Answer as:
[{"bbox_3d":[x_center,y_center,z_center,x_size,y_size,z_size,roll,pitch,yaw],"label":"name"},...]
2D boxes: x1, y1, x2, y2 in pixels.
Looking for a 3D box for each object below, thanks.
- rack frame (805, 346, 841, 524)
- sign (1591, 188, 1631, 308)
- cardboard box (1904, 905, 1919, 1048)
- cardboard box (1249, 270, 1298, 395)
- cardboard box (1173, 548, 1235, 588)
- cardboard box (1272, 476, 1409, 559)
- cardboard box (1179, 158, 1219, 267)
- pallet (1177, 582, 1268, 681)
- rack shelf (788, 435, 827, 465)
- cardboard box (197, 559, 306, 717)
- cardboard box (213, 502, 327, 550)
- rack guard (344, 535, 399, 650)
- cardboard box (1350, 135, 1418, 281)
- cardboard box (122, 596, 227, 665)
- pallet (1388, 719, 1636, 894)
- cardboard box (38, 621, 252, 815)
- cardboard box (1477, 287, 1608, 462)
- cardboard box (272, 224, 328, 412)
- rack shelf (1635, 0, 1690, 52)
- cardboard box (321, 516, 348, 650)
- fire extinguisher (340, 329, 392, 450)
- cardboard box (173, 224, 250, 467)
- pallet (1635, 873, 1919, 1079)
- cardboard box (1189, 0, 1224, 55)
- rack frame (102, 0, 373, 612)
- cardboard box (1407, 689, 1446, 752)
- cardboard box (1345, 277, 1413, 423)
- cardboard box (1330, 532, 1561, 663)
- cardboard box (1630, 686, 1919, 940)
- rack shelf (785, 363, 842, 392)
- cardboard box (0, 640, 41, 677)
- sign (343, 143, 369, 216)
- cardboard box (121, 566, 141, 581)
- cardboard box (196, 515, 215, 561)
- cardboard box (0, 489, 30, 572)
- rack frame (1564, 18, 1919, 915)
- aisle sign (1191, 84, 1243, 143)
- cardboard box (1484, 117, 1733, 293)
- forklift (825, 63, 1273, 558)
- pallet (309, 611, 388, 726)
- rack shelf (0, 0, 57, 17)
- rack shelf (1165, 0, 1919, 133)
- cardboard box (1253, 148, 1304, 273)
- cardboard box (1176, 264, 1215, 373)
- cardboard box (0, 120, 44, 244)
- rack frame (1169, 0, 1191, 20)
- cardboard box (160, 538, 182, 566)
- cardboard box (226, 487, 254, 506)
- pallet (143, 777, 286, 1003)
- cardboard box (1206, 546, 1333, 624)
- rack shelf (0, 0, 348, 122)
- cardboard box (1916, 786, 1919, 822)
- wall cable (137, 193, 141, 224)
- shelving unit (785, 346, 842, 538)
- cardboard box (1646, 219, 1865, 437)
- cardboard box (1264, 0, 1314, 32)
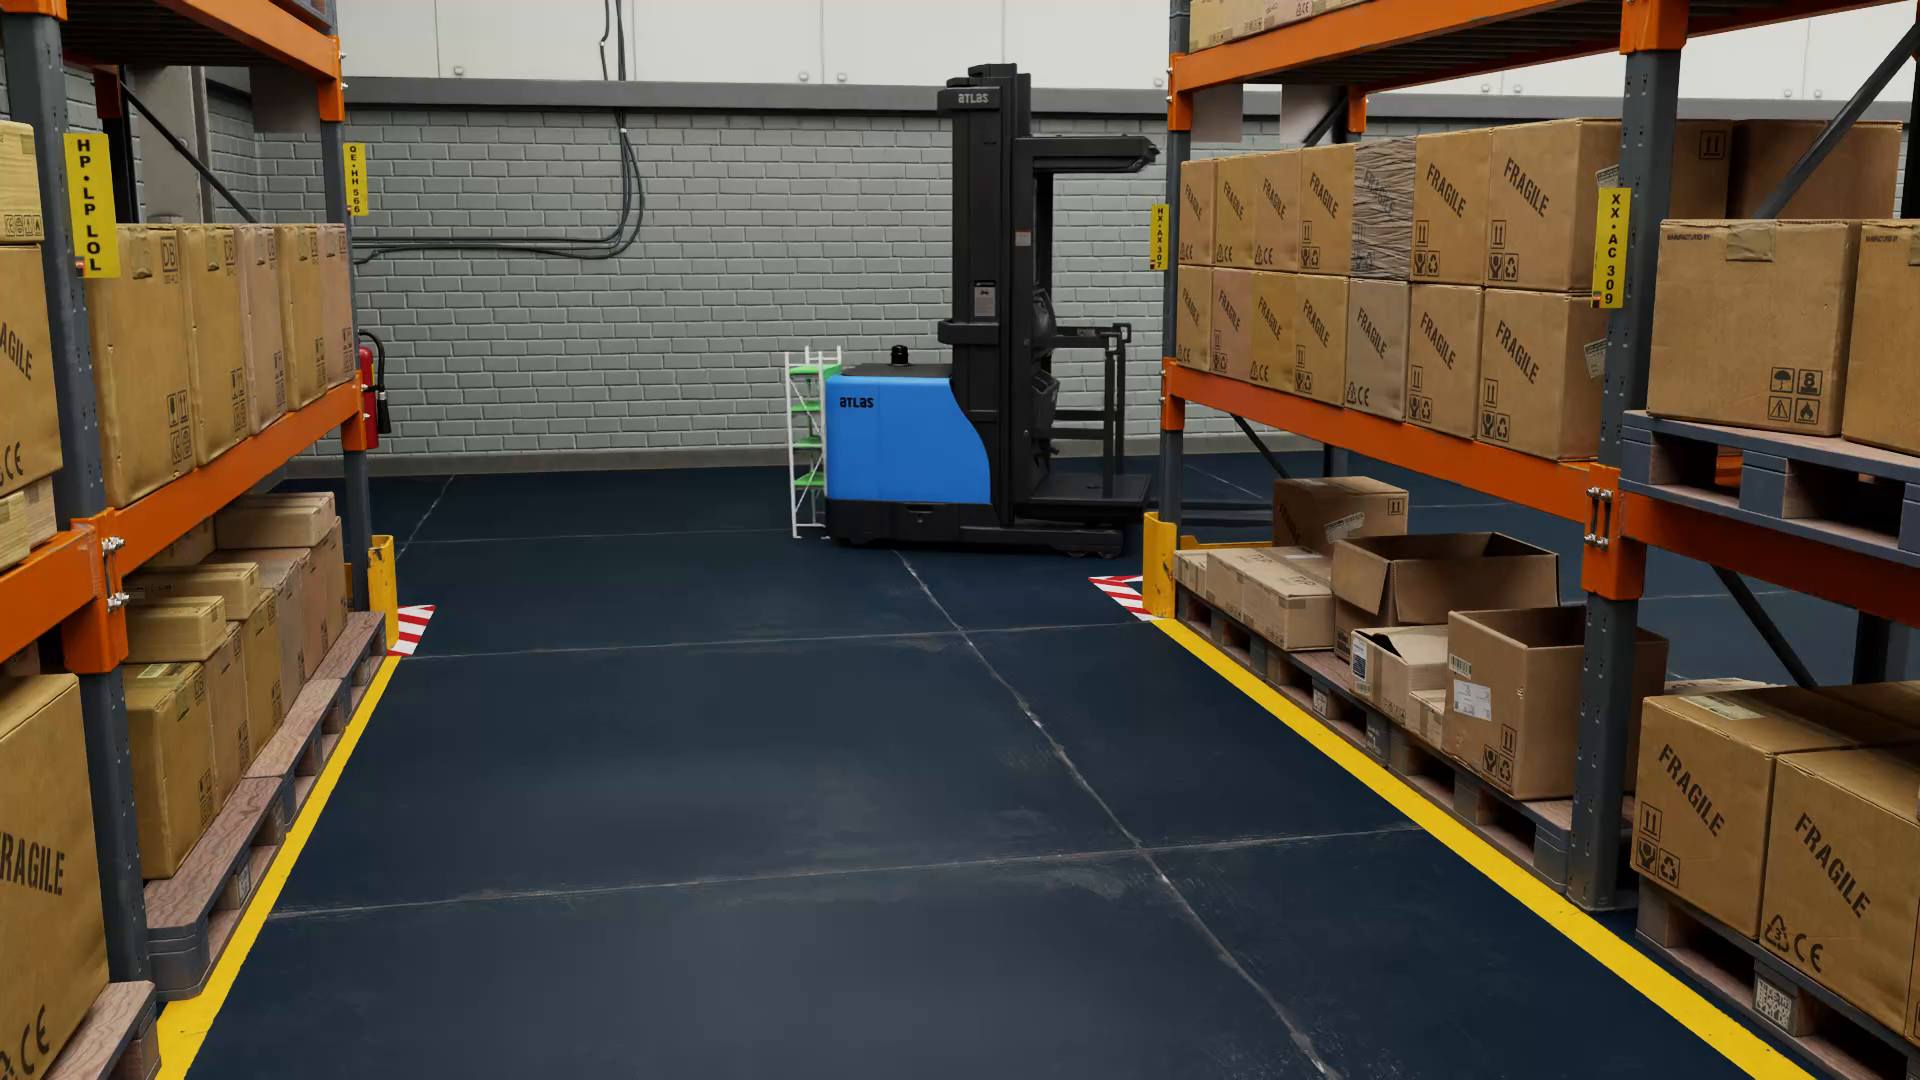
[{"bbox_3d":[-0.892,-0.694,11.116,0.240,1.200,0.015,0,11,10],"label":"rack frame"},{"bbox_3d":[1.795,-0.803,4.576,0.100,0.325,0.005,-2,11,-11],"label":"sign"},{"bbox_3d":[2.385,0.900,3.453,0.500,0.500,0.500,-2,11,-10],"label":"cardboard box"},{"bbox_3d":[1.576,-0.904,7.155,0.500,0.500,0.500,-2,11,-11],"label":"cardboard box"},{"bbox_3d":[1.292,0.141,8.379,0.380,0.149,0.250,-2,11,-11],"label":"cardboard box"},{"bbox_3d":[1.895,-0.030,8.338,0.500,0.500,0.500,-2,11,-11],"label":"cardboard box"},{"bbox_3d":[1.375,-1.582,8.042,0.500,0.500,0.500,-2,11,-9],"label":"cardboard box"},{"bbox_3d":[1.718,0.398,8.042,1.003,0.211,1.213,-2,11,-11],"label":"pallet"},{"bbox_3d":[-0.933,-0.587,10.891,0.258,0.148,0.480,0,11,10],"label":"rack shelf"},{"bbox_3d":[-2.881,0.379,6.245,0.700,0.500,0.500,-2,11,-13],"label":"cardboard box"},{"bbox_3d":[-2.822,-0.060,6.816,0.380,0.149,0.250,-2,11,-9],"label":"cardboard box"},{"bbox_3d":[-3.315,0.272,7.929,1.175,0.500,0.348,-2,11,-11],"label":"rack guard"},{"bbox_3d":[1.773,-1.208,6.082,0.500,0.500,0.500,-2,11,-11],"label":"cardboard box"},{"bbox_3d":[-2.465,0.275,5.057,0.380,0.149,0.250,-2,11,-9],"label":"cardboard box"},{"bbox_3d":[2.193,0.845,5.691,1.003,0.211,1.213,-2,11,-11],"label":"pallet"},{"bbox_3d":[-2.672,0.571,5.237,0.700,0.500,0.500,-2,11,-12],"label":"cardboard box"},{"bbox_3d":[1.977,-0.530,5.191,0.500,0.500,0.500,-2,11,-10],"label":"cardboard box"},{"bbox_3d":[-3.049,-0.872,6.456,0.980,0.700,0.700,-2,11,-11],"label":"cardboard box"},{"bbox_3d":[2.714,-1.152,2.628,1.077,0.370,4.000,-2,11,-11],"label":"rack shelf"},{"bbox_3d":[-3.077,0.195,7.211,0.700,0.500,0.500,-2,11,-11],"label":"cardboard box"},{"bbox_3d":[-2.888,-0.775,7.948,0.296,0.674,0.183,-2,11,-11],"label":"fire extinguisher"},{"bbox_3d":[-2.759,-0.599,5.020,0.980,0.700,0.700,-2,11,-12],"label":"cardboard box"},{"bbox_3d":[2.521,1.119,4.252,1.003,0.211,1.213,-2,11,-11],"label":"pallet"},{"bbox_3d":[1.398,-2.429,7.812,0.500,0.250,0.500,-2,11,-11],"label":"cardboard box"},{"bbox_3d":[-3.311,-0.951,7.672,1.000,3.000,0.127,-2,11,-11],"label":"rack frame"},{"bbox_3d":[1.805,0.625,5.838,0.380,0.149,0.250,-2,11,-11],"label":"cardboard box"},{"bbox_3d":[1.773,-0.719,6.182,0.500,0.500,0.500,-2,11,-10],"label":"cardboard box"},{"bbox_3d":[1.955,0.267,6.770,0.797,0.503,0.637,-2,11,-11],"label":"cardboard box"},{"bbox_3d":[2.181,0.711,4.448,0.500,0.500,0.500,-3,11,-14],"label":"cardboard box"},{"bbox_3d":[-0.945,-1.058,10.804,0.258,0.148,0.480,0,11,10],"label":"rack shelf"},{"bbox_3d":[-2.744,0.378,4.514,0.380,0.149,0.250,-2,11,-11],"label":"cardboard box"},{"bbox_3d":[-2.776,-1.654,7.632,0.100,0.325,0.005,-2,11,-11],"label":"sign"},{"bbox_3d":[-2.949,0.187,5.519,0.380,0.149,0.250,-2,11,-10],"label":"cardboard box"},{"bbox_3d":[-3.150,0.000,6.504,0.380,0.149,0.250,-2,11,-11],"label":"cardboard box"},{"bbox_3d":[-2.117,-0.007,3.329,0.380,0.149,0.250,-2,11,-10],"label":"cardboard box"},{"bbox_3d":[2.325,-0.399,4.768,1.000,3.000,0.127,-2,11,-11],"label":"rack frame"},{"bbox_3d":[1.246,-2.411,8.389,0.394,0.787,0.004,-2,11,-11],"label":"aisle sign"},{"bbox_3d":[1.973,-1.022,5.103,0.500,0.500,0.500,-2,11,-11],"label":"cardboard box"},{"bbox_3d":[0.715,-1.438,10.411,3.031,2.935,1.130,2,11,9],"label":"forklift"},{"bbox_3d":[-3.079,0.562,7.178,1.003,0.211,1.213,-2,11,-11],"label":"pallet"},{"bbox_3d":[-2.144,-0.971,1.678,1.077,0.370,4.000,-2,11,-11],"label":"rack shelf"},{"bbox_3d":[1.936,-1.886,6.482,1.077,0.370,4.000,-2,11,-11],"label":"rack shelf"},{"bbox_3d":[1.577,-1.394,7.056,0.500,0.500,0.500,-2,11,-10],"label":"cardboard box"},{"bbox_3d":[1.375,-1.090,8.135,0.500,0.500,0.500,-2,11,-10],"label":"cardboard box"},{"bbox_3d":[-2.191,-0.715,3.308,0.500,0.250,0.500,-2,11,-10],"label":"cardboard box"},{"bbox_3d":[1.547,-4.079,8.062,1.000,3.000,0.127,-2,11,-11],"label":"rack frame"},{"bbox_3d":[-3.049,0.093,6.012,0.380,0.149,0.250,-2,11,-10],"label":"cardboard box"},{"bbox_3d":[-3.297,-0.139,7.233,0.380,0.149,0.250,-2,11,-11],"label":"cardboard box"},{"bbox_3d":[-2.604,1.010,4.826,1.003,0.211,1.213,-2,11,-11],"label":"pallet"},{"bbox_3d":[1.472,0.204,7.778,0.500,0.250,0.500,-2,11,-11],"label":"cardboard box"},{"bbox_3d":[-2.922,-1.705,5.532,1.077,0.370,4.000,-2,11,-11],"label":"rack shelf"},{"bbox_3d":[2.375,0.526,3.414,0.500,0.250,0.500,-2,11,-11],"label":"cardboard box"},{"bbox_3d":[-4.488,-1.651,8.631,0.084,1.984,1.851,-2,11,-11],"label":"wall cable"},{"bbox_3d":[-0.934,-0.649,10.880,0.258,1.200,0.503,0,11,10],"label":"shelving unit"},{"bbox_3d":[2.198,-0.559,4.220,0.700,0.500,0.500,-6,12,-30],"label":"cardboard box"},{"bbox_3d":[1.581,-2.245,6.847,0.500,0.250,0.500,-2,11,-11],"label":"cardboard box"}]
